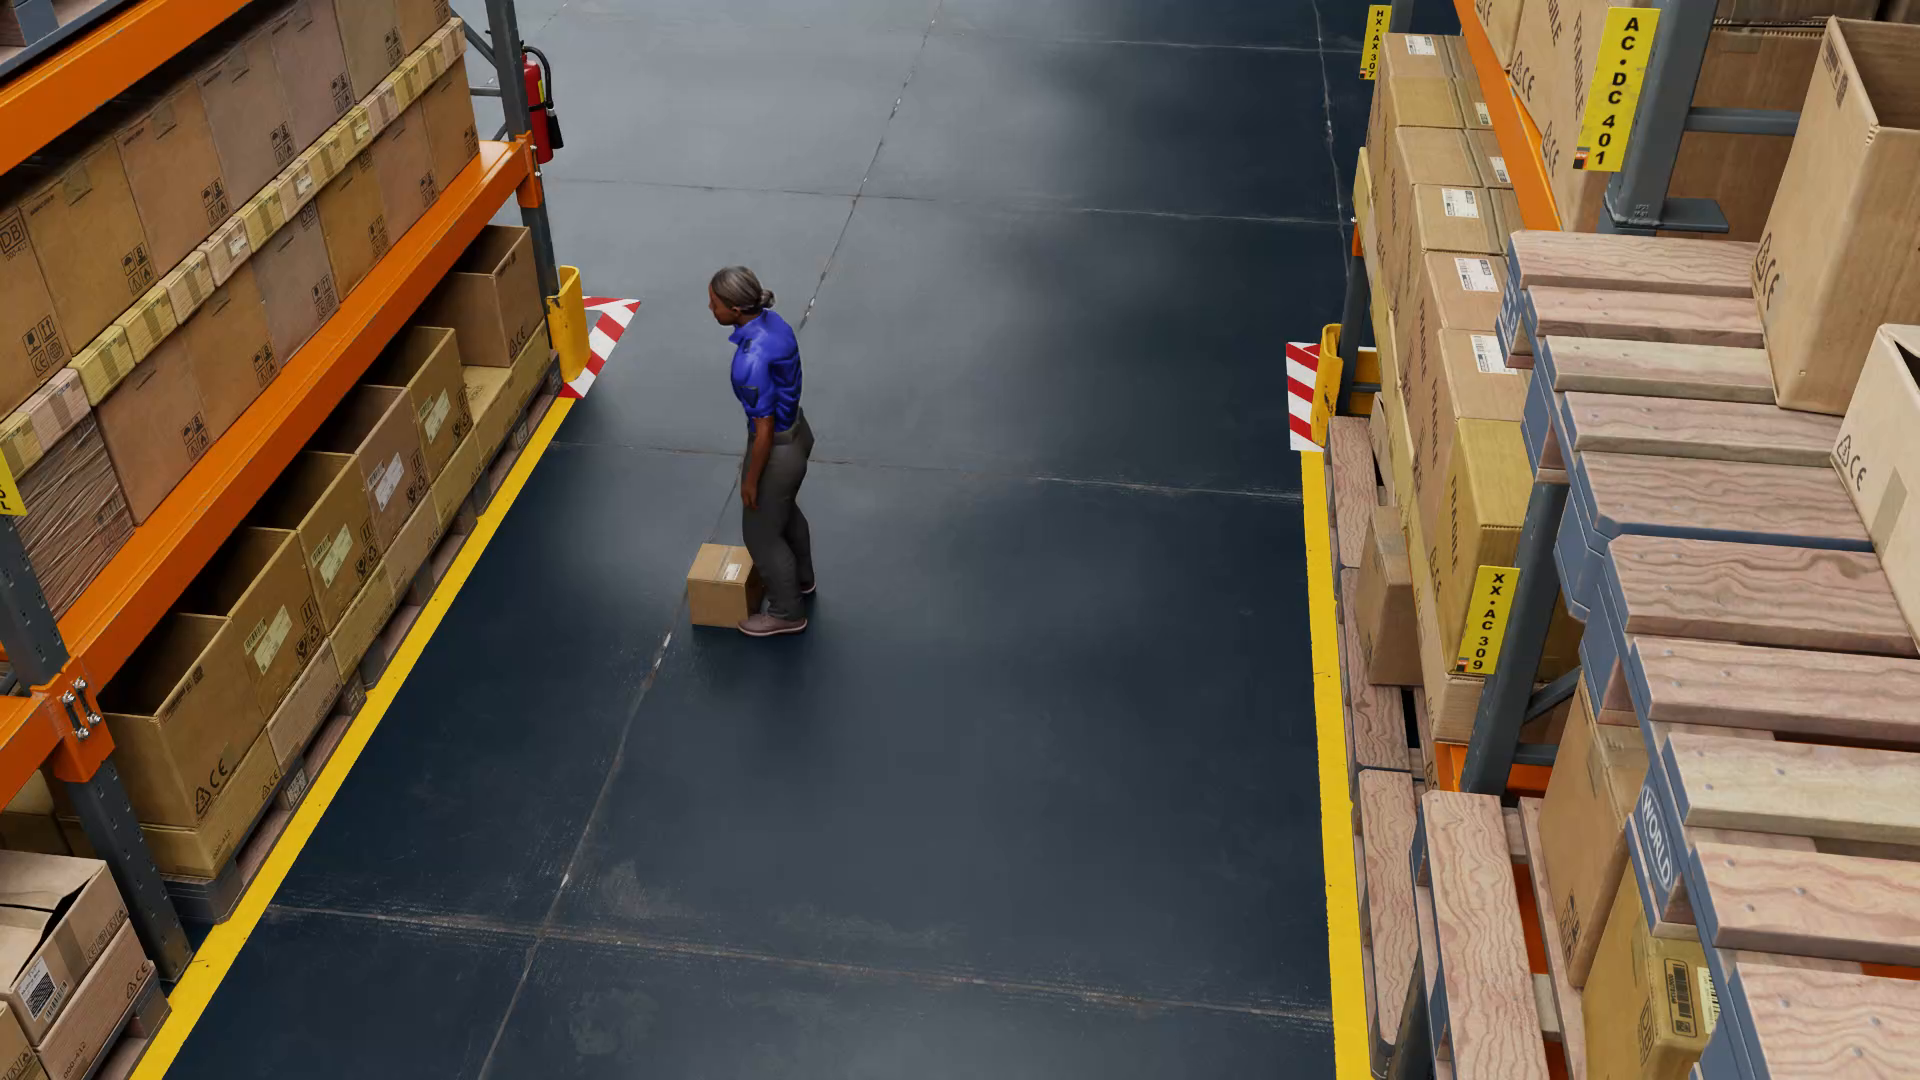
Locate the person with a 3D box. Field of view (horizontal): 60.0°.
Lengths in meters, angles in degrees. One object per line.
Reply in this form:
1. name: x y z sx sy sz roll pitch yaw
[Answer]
1. person: -0.768 -0.357 6.637 0.351 1.655 0.523 3 36 5
